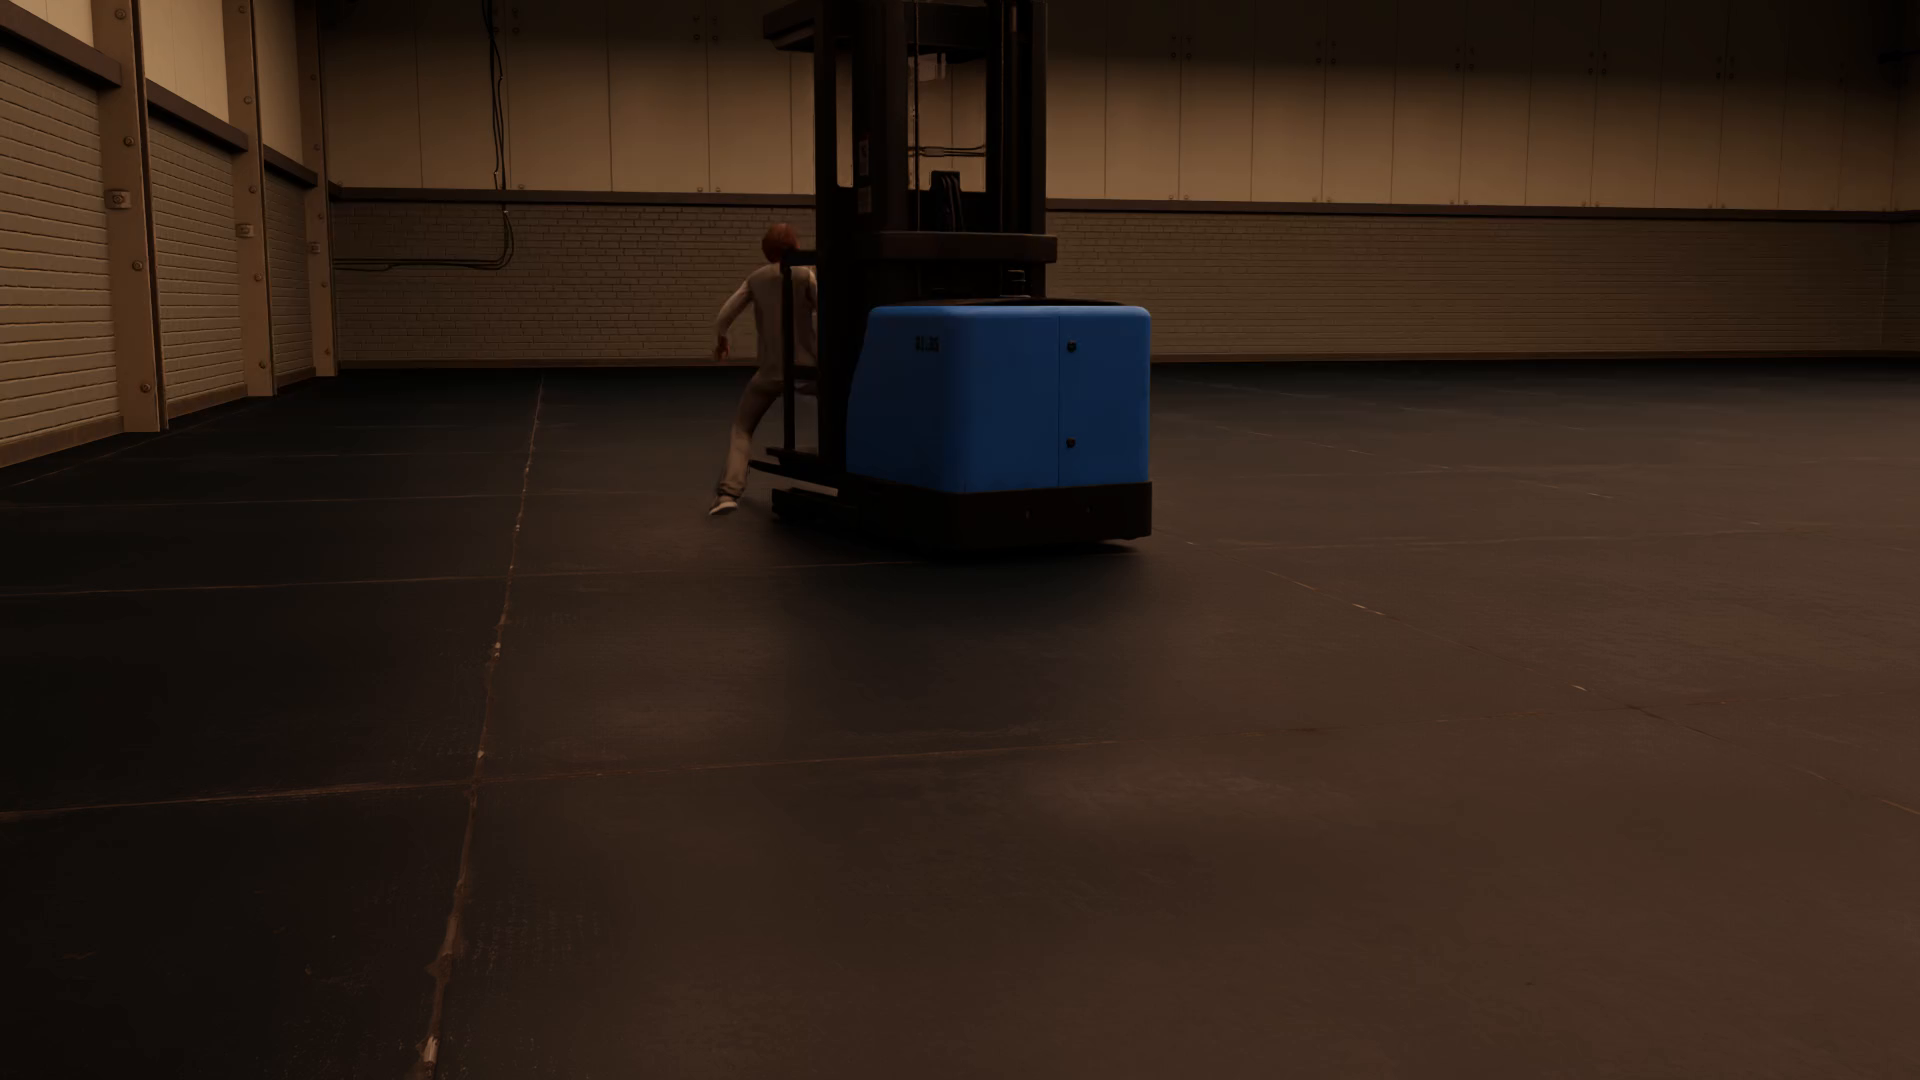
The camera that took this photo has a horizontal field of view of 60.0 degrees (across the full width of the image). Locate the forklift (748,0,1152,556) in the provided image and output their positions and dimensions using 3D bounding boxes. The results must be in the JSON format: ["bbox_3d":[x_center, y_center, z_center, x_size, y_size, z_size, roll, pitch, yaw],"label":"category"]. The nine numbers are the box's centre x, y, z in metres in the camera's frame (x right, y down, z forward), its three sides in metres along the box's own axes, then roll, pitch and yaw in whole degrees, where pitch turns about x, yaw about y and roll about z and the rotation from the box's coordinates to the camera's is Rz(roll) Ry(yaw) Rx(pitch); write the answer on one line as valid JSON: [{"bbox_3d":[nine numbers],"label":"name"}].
[{"bbox_3d":[-0.295,-1.550,8.208,1.130,2.935,3.031,-4,9,-28],"label":"forklift"}]

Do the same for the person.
[{"bbox_3d":[-0.926,-0.885,8.680,0.856,1.490,0.741,1,8,9],"label":"person"}]
